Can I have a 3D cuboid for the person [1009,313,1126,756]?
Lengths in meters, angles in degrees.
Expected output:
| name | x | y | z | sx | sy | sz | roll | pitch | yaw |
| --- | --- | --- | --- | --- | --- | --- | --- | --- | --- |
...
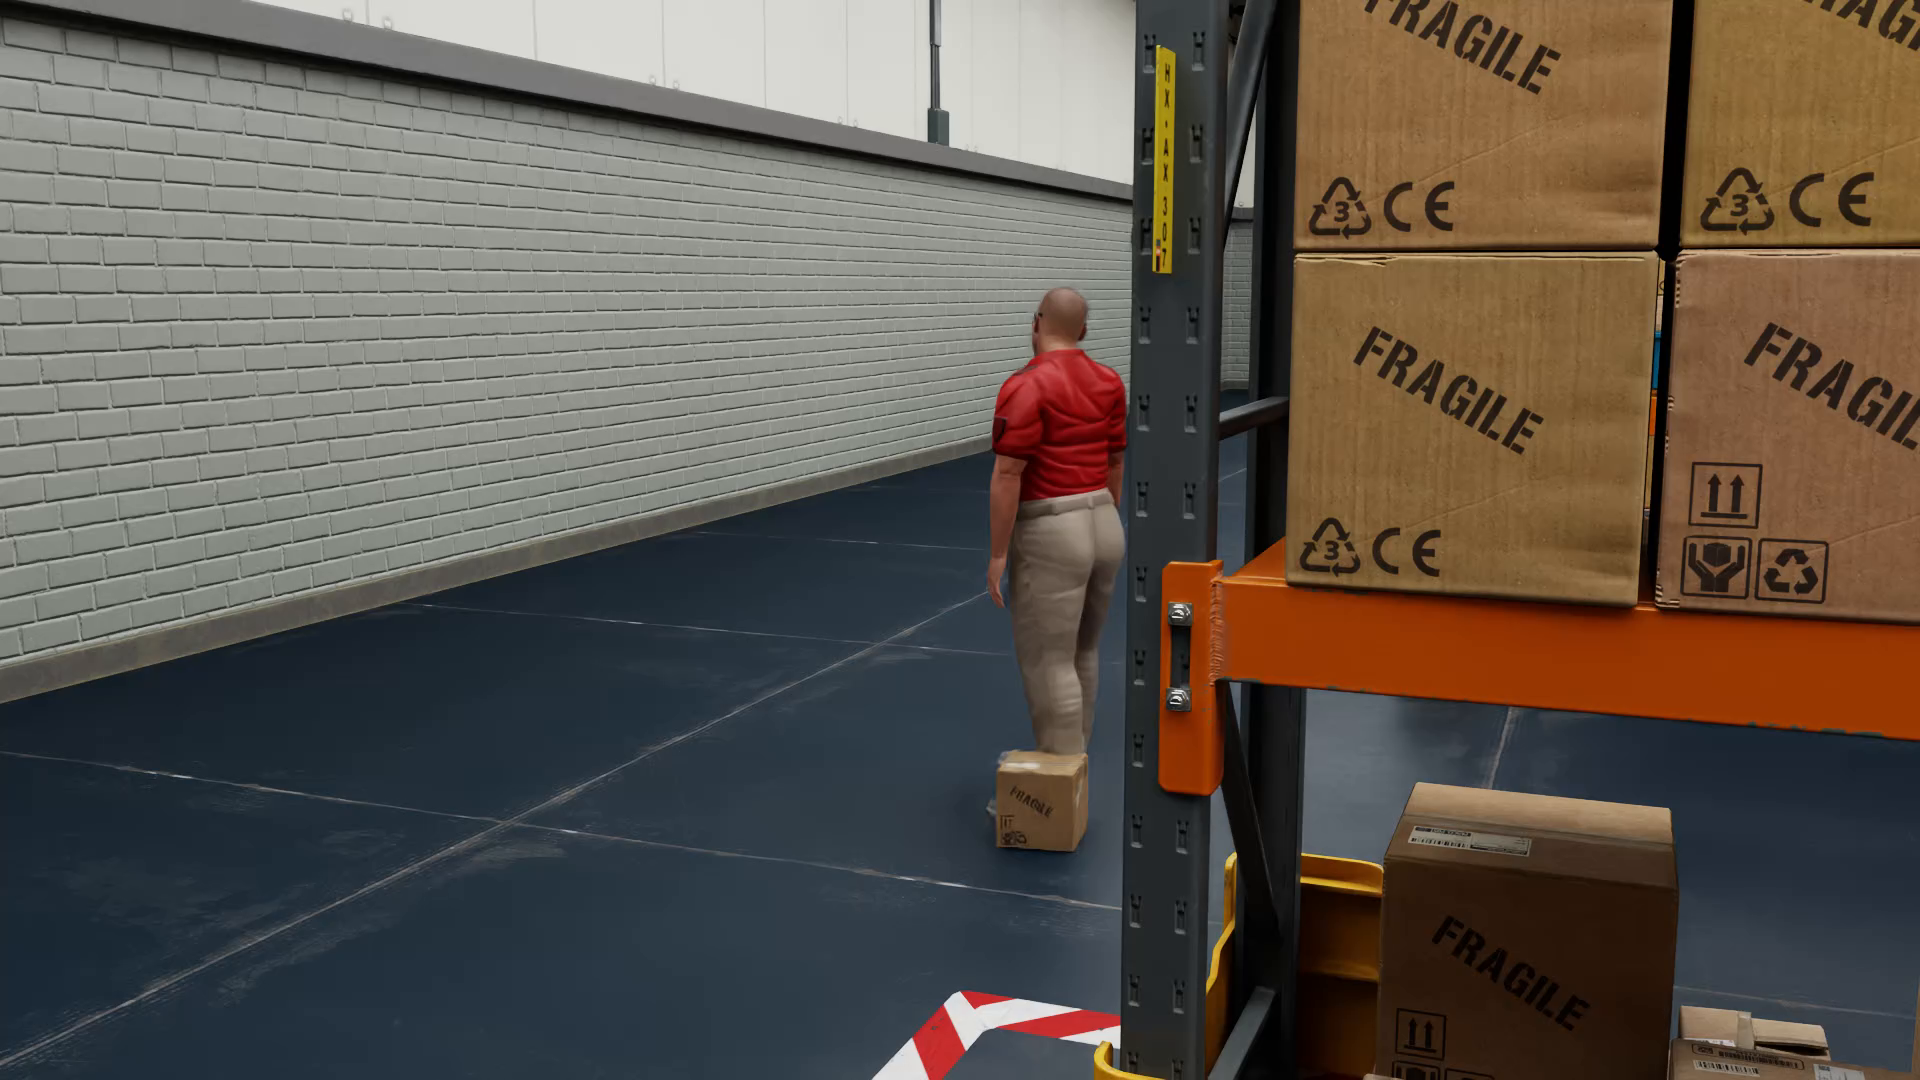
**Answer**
| name | x | y | z | sx | sy | sz | roll | pitch | yaw |
| --- | --- | --- | --- | --- | --- | --- | --- | --- | --- |
| person | 0.341 | 0.041 | 5.524 | 0.386 | 1.577 | 0.431 | 8 | 12 | 44 |
